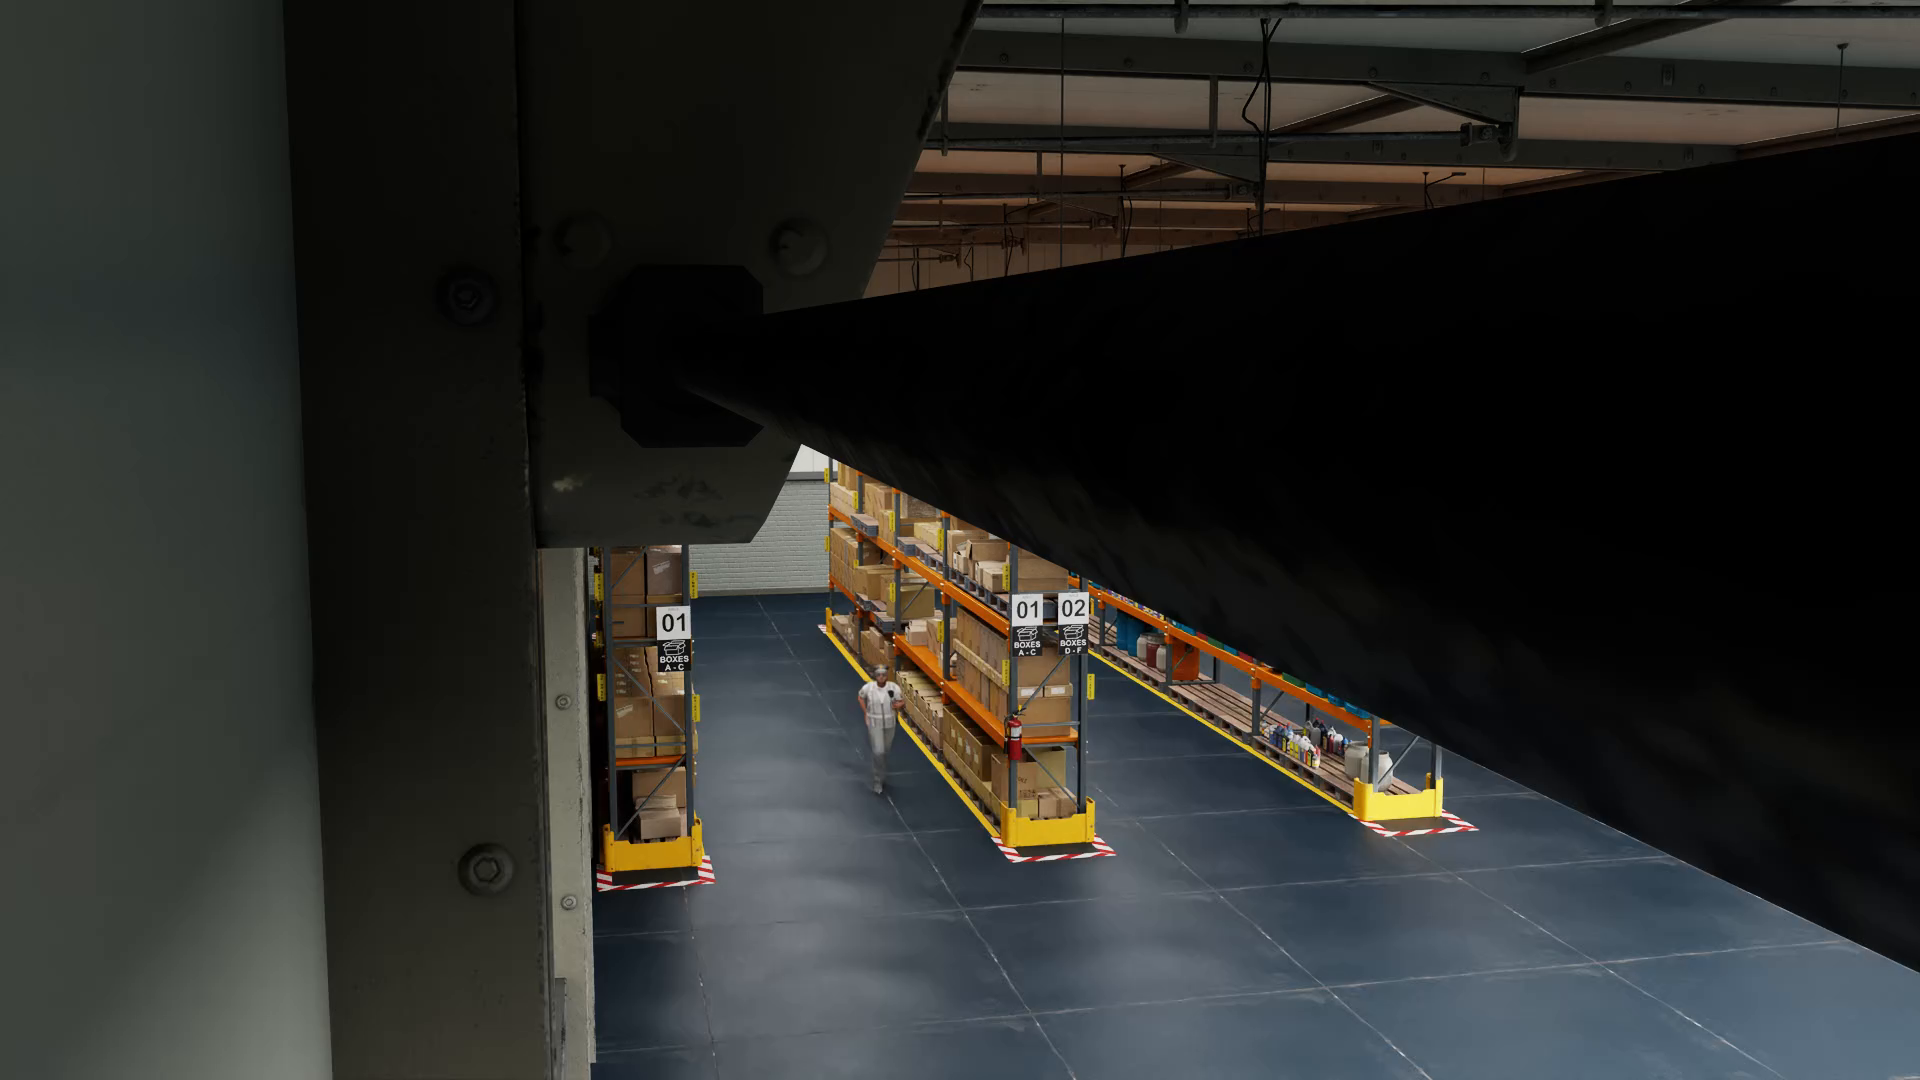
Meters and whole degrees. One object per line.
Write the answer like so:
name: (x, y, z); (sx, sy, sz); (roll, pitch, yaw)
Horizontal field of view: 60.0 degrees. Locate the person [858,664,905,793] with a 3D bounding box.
person: (-1.095, 2.666, 23.680); (0.626, 1.863, 0.785); (-2, 7, -15)
